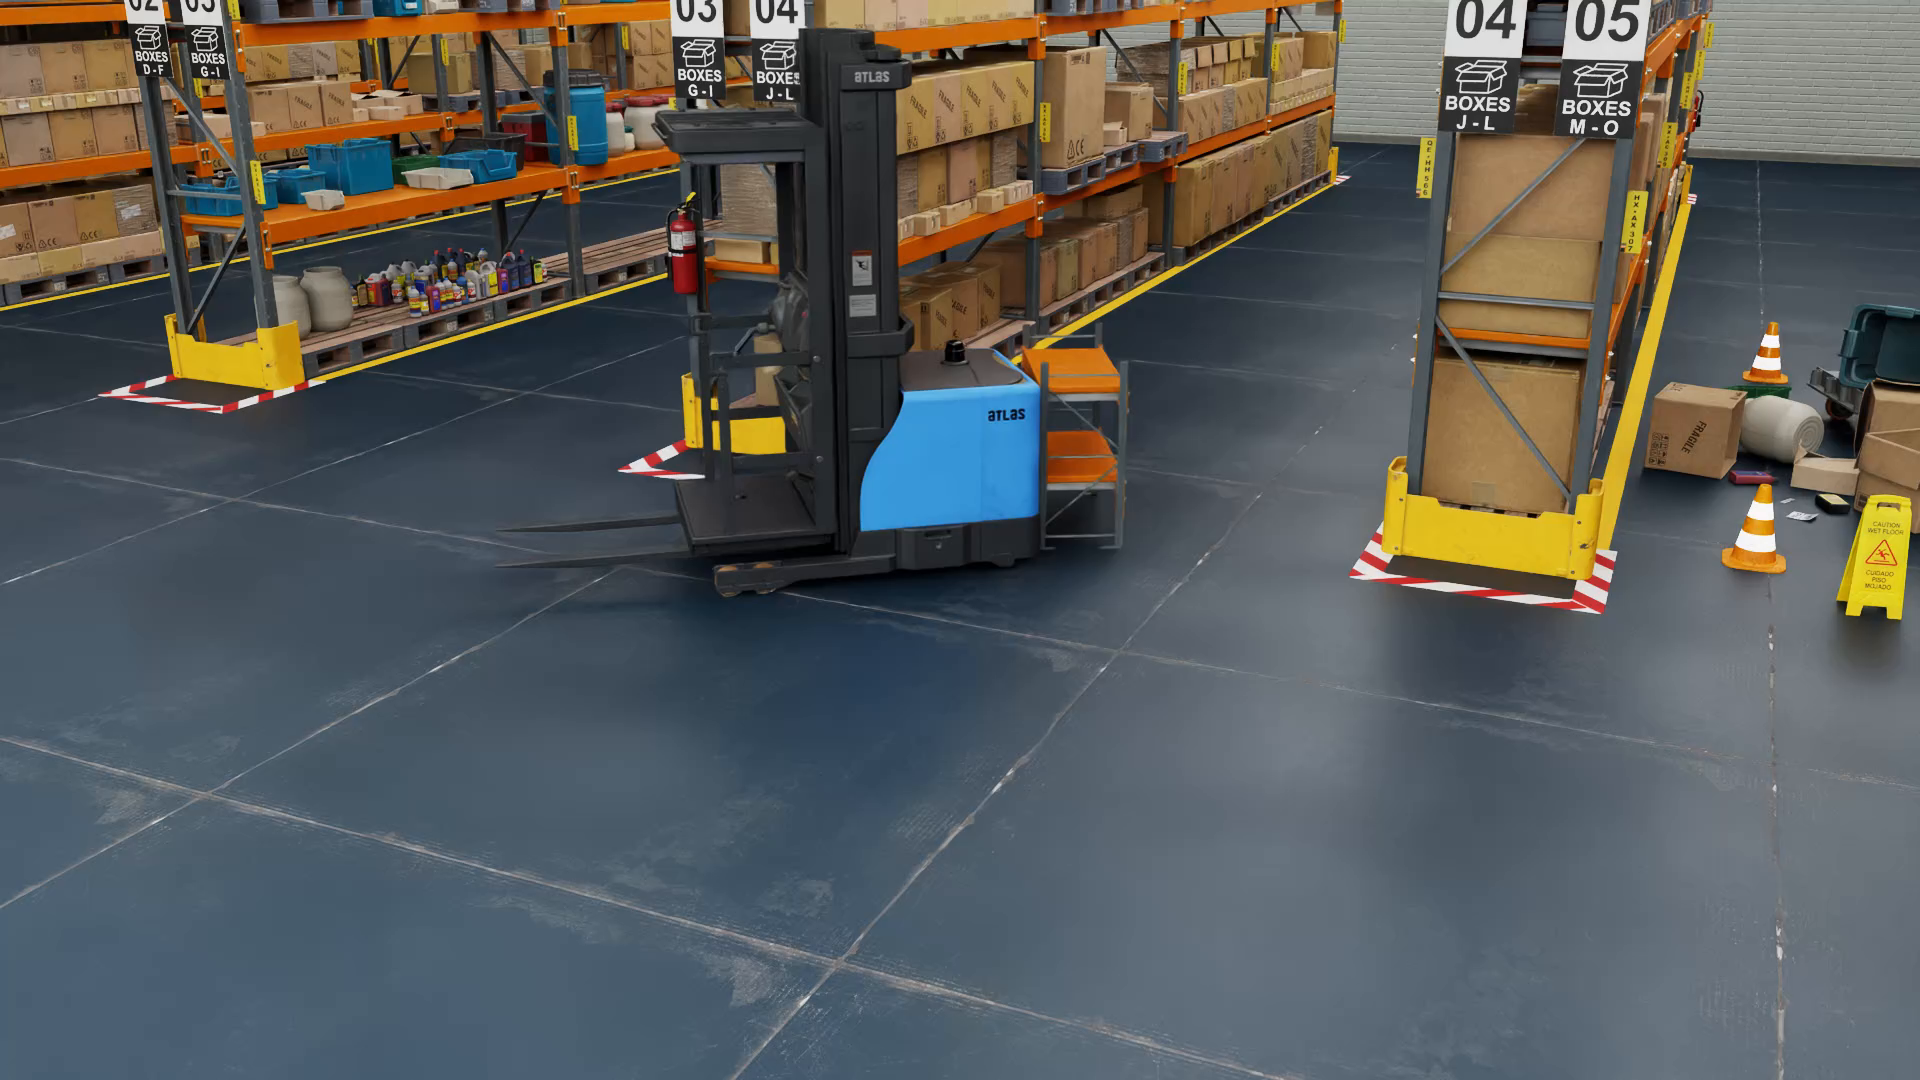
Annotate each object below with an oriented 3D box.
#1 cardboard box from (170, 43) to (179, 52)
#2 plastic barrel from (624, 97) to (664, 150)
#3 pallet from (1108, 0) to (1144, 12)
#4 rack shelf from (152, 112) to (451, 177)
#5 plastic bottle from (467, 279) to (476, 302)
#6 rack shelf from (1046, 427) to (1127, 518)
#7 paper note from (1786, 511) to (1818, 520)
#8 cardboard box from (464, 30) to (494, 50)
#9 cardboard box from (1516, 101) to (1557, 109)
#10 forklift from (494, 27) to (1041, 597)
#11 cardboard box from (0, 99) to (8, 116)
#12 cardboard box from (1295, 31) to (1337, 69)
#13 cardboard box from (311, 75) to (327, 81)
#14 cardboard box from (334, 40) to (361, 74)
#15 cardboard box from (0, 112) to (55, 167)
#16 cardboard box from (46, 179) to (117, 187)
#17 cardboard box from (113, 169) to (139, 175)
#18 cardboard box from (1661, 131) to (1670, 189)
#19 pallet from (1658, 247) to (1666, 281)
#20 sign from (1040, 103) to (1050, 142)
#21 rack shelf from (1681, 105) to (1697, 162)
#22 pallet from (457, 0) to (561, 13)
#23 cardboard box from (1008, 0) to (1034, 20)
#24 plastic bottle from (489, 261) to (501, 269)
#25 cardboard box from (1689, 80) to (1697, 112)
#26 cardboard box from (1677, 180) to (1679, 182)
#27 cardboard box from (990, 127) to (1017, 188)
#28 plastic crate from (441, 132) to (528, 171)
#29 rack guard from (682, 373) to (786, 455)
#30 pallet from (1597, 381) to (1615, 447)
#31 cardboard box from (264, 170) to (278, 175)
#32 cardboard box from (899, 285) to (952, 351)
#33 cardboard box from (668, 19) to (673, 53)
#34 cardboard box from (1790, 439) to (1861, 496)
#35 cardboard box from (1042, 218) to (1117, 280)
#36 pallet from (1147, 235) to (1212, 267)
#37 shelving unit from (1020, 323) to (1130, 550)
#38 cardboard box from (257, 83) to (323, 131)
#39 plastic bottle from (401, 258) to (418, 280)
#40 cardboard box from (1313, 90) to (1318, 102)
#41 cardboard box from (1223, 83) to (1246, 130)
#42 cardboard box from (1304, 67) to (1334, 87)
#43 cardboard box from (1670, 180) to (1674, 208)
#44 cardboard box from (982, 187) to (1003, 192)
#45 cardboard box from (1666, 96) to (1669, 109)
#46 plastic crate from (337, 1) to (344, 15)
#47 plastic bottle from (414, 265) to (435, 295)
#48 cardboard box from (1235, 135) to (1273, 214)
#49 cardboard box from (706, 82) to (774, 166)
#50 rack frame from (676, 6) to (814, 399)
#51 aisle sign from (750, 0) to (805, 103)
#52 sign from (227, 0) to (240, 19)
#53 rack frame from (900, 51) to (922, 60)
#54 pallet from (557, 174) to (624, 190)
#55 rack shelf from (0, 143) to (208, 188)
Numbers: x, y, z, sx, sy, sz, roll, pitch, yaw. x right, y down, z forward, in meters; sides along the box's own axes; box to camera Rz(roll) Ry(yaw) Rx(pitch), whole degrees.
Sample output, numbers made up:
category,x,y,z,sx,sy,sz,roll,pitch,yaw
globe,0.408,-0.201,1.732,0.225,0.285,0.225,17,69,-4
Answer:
category,x,y,z,sx,sy,sz,roll,pitch,yaw
cardboard box,-11.257,-7.178,23.934,0.500,0.250,0.500,9,22,24
plastic barrel,-3.397,-4.485,17.899,0.433,0.535,0.433,0,20,0
pallet,1.001,-5.071,15.554,1.213,0.211,1.003,9,21,23
rack shelf,-7.988,-4.887,20.308,1.077,0.370,4.000,9,21,23
plastic bottle,-4.595,-2.340,15.591,0.097,0.201,0.097,0,20,0
rack shelf,0.676,-0.422,10.206,0.538,0.278,1.000,-1,20,-4
paper note,5.249,-0.154,10.359,0.144,0.017,0.142,18,26,41
cardboard box,-8.901,-8.722,29.569,0.980,0.700,0.700,8,21,22
cardboard box,3.855,-2.521,10.745,0.875,0.550,0.500,9,21,23
forklift,-1.112,-1.265,9.152,3.031,2.935,1.130,-5,20,-13
cardboard box,-9.562,-4.229,16.266,0.380,0.149,0.250,8,21,22
cardboard box,5.183,-7.160,24.287,0.500,0.500,0.500,9,21,23
cardboard box,-10.216,-7.245,26.210,0.380,0.149,0.250,9,21,23
cardboard box,-10.011,-7.760,26.689,0.500,0.500,0.500,8,21,22
cardboard box,-9.611,-4.054,16.741,0.700,0.500,0.500,9,22,24
cardboard box,-9.480,-3.618,18.022,0.500,0.500,0.500,9,21,23
cardboard box,-11.937,-5.318,23.520,0.700,0.500,0.500,9,21,23
cardboard box,6.206,-3.486,15.145,0.500,0.500,0.500,9,21,23
pallet,7.173,-3.062,18.264,1.003,0.211,1.213,9,21,23
sign,0.727,-3.590,14.295,0.100,0.325,0.005,9,21,23
rack shelf,8.808,-5.261,21.358,1.077,0.370,4.000,9,21,23
pallet,-4.496,-5.024,15.425,1.213,0.211,1.003,9,21,23
cardboard box,0.281,-4.422,13.673,0.500,0.250,0.500,9,22,25
plastic bottle,-4.514,-2.575,16.142,0.152,0.276,0.135,9,21,23
cardboard box,8.857,-5.594,20.628,0.500,0.500,0.500,8,21,22
cardboard box,9.138,-4.610,21.640,0.380,0.149,0.250,10,22,25
cardboard box,-0.012,-3.312,14.213,0.875,0.500,0.500,9,21,23
plastic crate,-4.620,-3.762,16.163,0.767,0.338,0.504,9,21,23
rack guard,-1.378,-0.877,11.689,1.175,0.500,0.348,9,21,23
pallet,4.330,-1.007,12.486,1.003,0.211,1.213,9,21,23
cardboard box,-8.280,-4.410,20.531,0.500,0.311,0.500,8,21,22
cardboard box,-0.381,-1.781,13.604,0.500,0.500,0.500,7,21,18
cardboard box,-4.660,-7.999,26.342,0.500,0.500,0.500,8,21,21
cardboard box,5.689,-0.476,10.912,0.396,0.266,0.258,13,23,32
cardboard box,1.170,-2.953,16.871,0.700,0.500,0.500,11,22,27
pallet,2.259,-3.394,19.197,1.003,0.211,1.213,9,21,23
shelving unit,0.676,-0.652,10.125,0.538,1.125,1.048,-1,20,-4
cardboard box,-8.057,-5.208,19.988,0.500,0.500,0.500,9,21,23
plastic bottle,-5.250,-2.516,15.862,0.144,0.351,0.185,8,21,22
cardboard box,4.881,-6.338,23.688,0.380,0.149,0.250,8,21,21
cardboard box,3.146,-5.255,20.121,0.500,0.500,0.500,8,21,22
cardboard box,5.187,-6.808,24.414,0.500,0.250,0.500,8,21,22
cardboard box,7.488,-3.781,18.107,0.500,0.250,0.500,8,21,20
cardboard box,0.141,-2.887,13.984,0.380,0.149,0.250,9,21,23
cardboard box,6.824,-4.323,16.507,0.380,0.149,0.250,8,21,21
plastic crate,-5.421,-4.741,14.371,0.392,0.384,0.575,9,21,23
plastic bottle,-5.105,-2.468,15.839,0.152,0.276,0.135,9,21,23
cardboard box,3.261,-4.698,21.247,1.225,0.875,0.875,9,21,23
cardboard box,-1.409,-2.892,11.538,0.500,0.500,0.500,9,21,23
rack frame,-1.409,-2.031,11.204,1.000,3.000,0.127,9,21,23
aisle sign,-1.161,-3.196,10.600,0.394,0.787,0.004,9,21,23
sign,-5.427,-4.052,12.395,0.100,0.325,0.005,9,21,23
rack frame,-1.014,-6.379,23.430,1.000,3.000,0.127,9,21,23
pallet,-5.830,-5.492,25.098,1.003,0.211,1.213,9,21,23
rack shelf,-9.626,-3.664,16.869,1.077,0.370,4.000,9,21,23
